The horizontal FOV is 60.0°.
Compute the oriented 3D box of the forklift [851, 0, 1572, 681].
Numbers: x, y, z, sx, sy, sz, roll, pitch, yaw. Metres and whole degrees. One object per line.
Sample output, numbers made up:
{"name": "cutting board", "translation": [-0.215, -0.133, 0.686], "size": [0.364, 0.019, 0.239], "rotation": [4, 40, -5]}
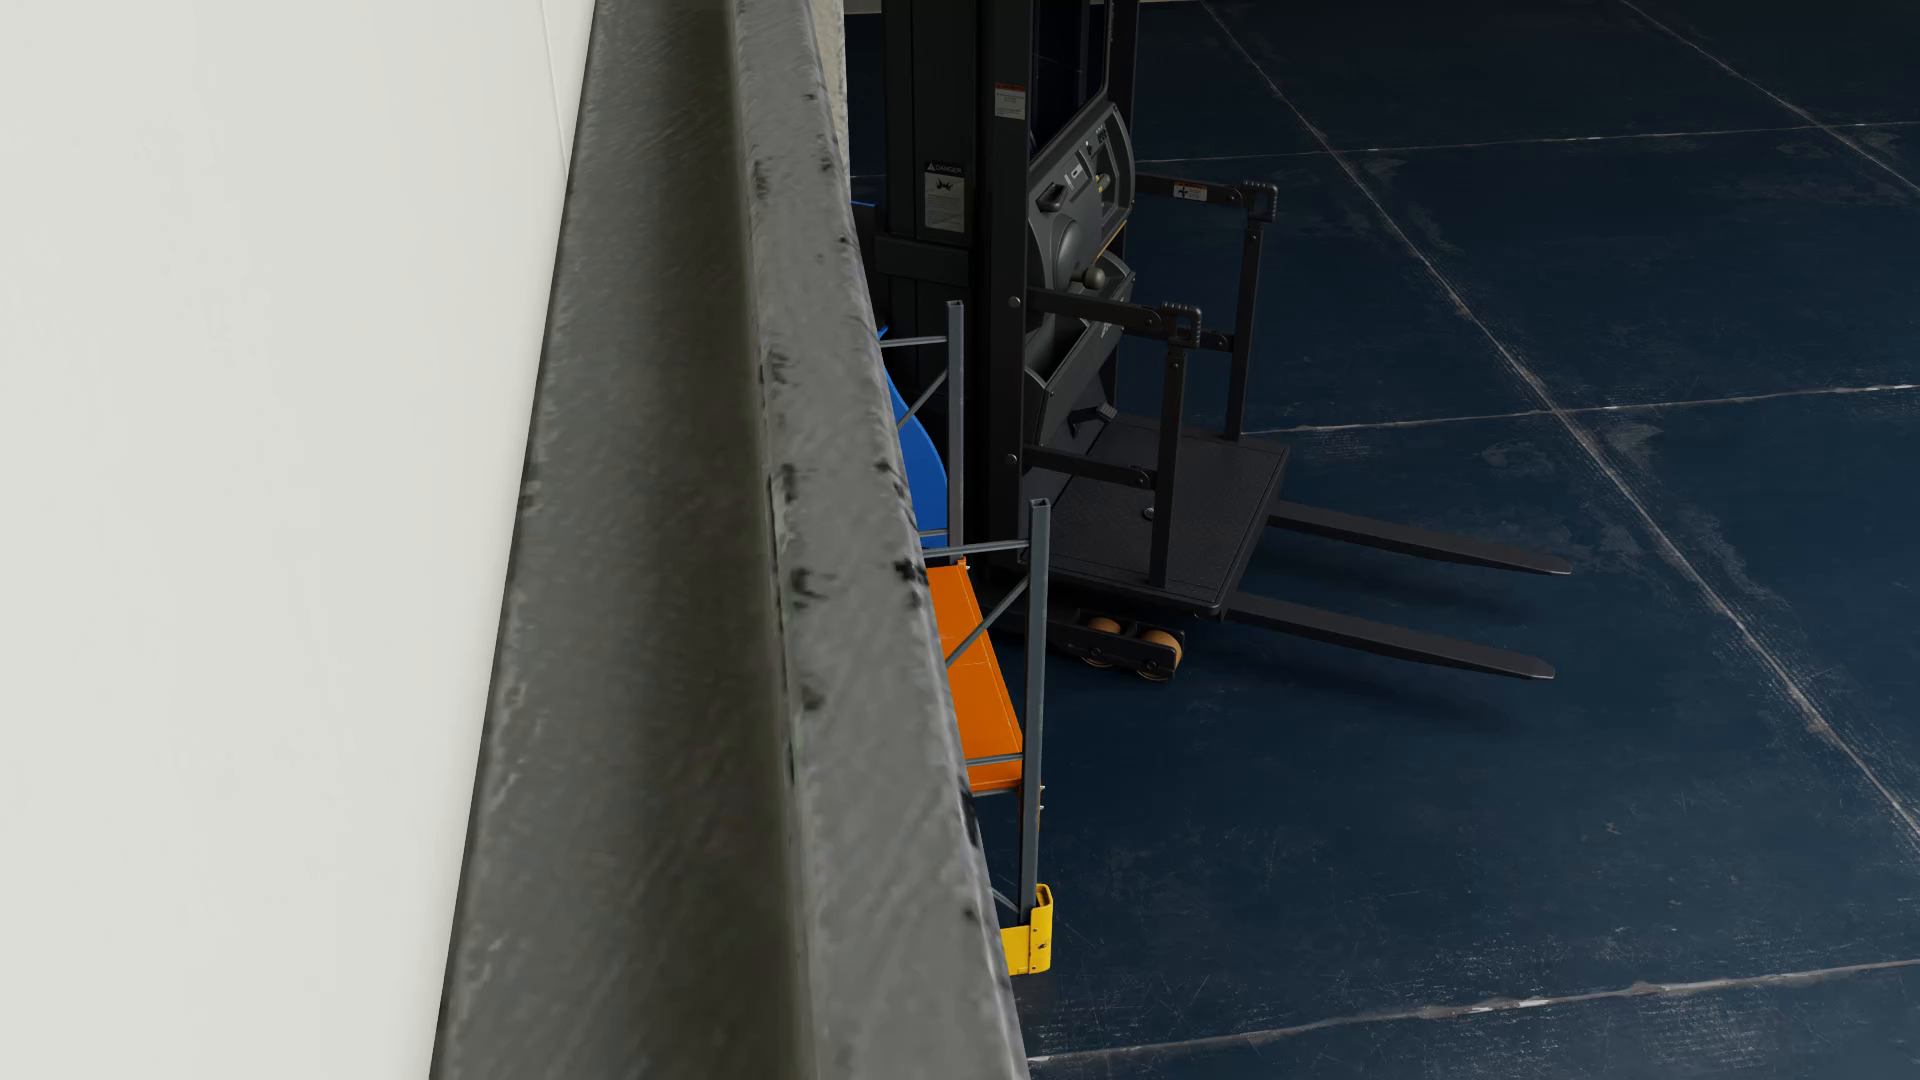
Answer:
{"name": "forklift", "translation": [0.578, -1.081, 5.234], "size": [3.031, 2.935, 1.130], "rotation": [13, 36, 18]}

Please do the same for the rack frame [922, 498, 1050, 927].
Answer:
{"name": "rack frame", "translation": [-0.047, 0.561, 4.095], "size": [0.500, 1.500, 0.032], "rotation": [-6, 35, -9]}

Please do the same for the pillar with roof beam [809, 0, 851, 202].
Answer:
{"name": "pillar with roof beam", "translation": [3.909, -2.664, 2.168], "size": [9.100, 9.000, 0.400], "rotation": [-4, 35, -6]}

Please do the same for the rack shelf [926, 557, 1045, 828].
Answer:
{"name": "rack shelf", "translation": [-0.143, 0.428, 4.609], "size": [0.538, 0.185, 1.000], "rotation": [-6, 35, -9]}

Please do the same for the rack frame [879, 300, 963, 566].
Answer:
{"name": "rack frame", "translation": [-0.239, -0.001, 4.920], "size": [0.500, 1.500, 0.032], "rotation": [-6, 35, -9]}

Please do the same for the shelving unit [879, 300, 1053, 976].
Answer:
{"name": "shelving unit", "translation": [-0.141, 0.285, 4.500], "size": [0.587, 1.500, 1.083], "rotation": [-6, 35, -9]}

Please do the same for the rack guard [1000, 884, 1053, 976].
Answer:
{"name": "rack guard", "translation": [-0.047, 1.077, 4.448], "size": [0.587, 0.250, 0.087], "rotation": [-6, 35, -9]}
